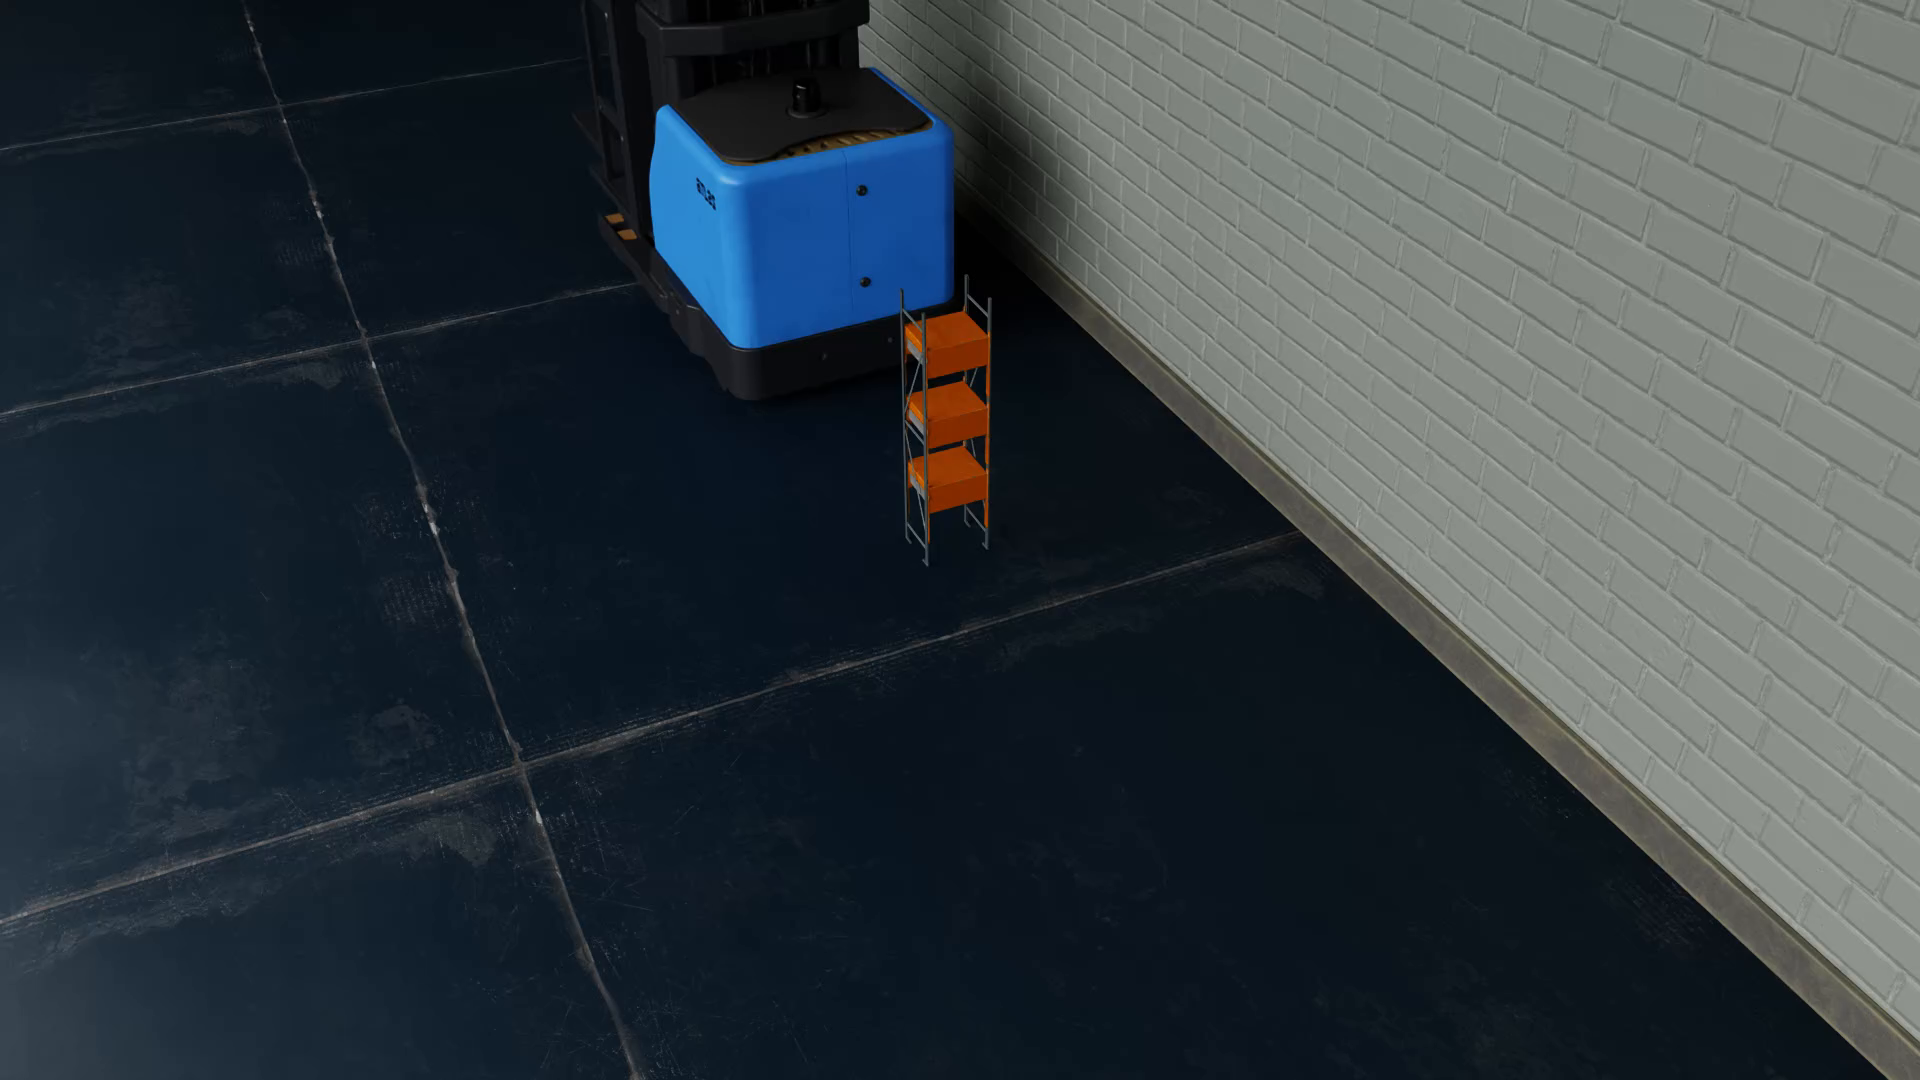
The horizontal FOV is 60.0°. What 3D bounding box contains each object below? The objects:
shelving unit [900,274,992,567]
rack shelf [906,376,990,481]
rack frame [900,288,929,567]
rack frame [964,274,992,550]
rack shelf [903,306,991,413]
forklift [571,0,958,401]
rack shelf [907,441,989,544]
[{"bbox_3d":[-0.048,-0.408,5.919,0.252,1.050,0.215,-16,39,-20],"label":"shelving unit"},{"bbox_3d":[-0.048,-0.400,5.925,0.240,0.259,0.215,-16,39,-20],"label":"rack shelf"},{"bbox_3d":[-0.159,-0.377,5.877,0.008,1.050,0.200,-16,39,-20],"label":"rack frame"},{"bbox_3d":[0.062,-0.439,5.961,0.008,1.050,0.200,-16,39,-20],"label":"rack frame"},{"bbox_3d":[-0.048,-0.628,5.756,0.240,0.259,0.215,-16,39,-20],"label":"rack shelf"},{"bbox_3d":[-1.123,-2.622,7.324,1.130,2.935,3.031,-17,40,-21],"label":"forklift"},{"bbox_3d":[-0.048,-0.176,6.091,0.240,0.259,0.215,-16,39,-20],"label":"rack shelf"}]
